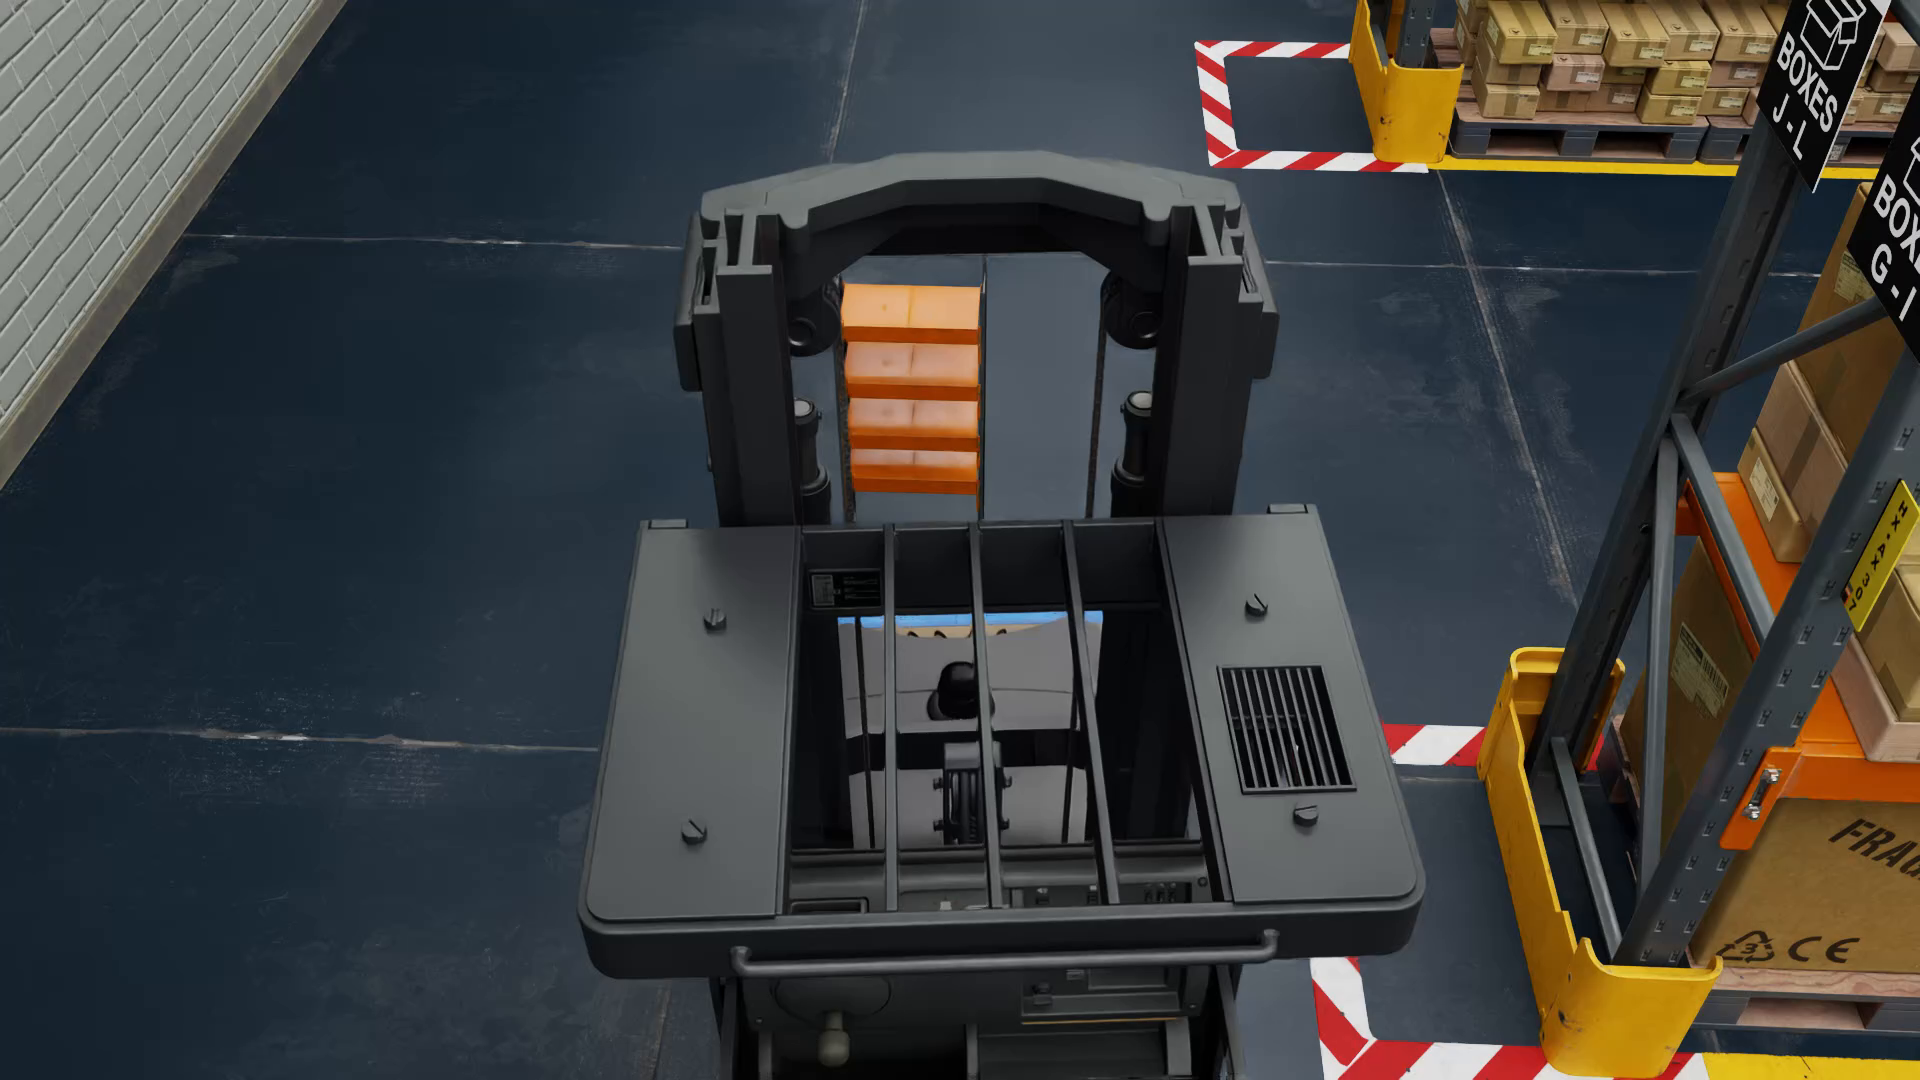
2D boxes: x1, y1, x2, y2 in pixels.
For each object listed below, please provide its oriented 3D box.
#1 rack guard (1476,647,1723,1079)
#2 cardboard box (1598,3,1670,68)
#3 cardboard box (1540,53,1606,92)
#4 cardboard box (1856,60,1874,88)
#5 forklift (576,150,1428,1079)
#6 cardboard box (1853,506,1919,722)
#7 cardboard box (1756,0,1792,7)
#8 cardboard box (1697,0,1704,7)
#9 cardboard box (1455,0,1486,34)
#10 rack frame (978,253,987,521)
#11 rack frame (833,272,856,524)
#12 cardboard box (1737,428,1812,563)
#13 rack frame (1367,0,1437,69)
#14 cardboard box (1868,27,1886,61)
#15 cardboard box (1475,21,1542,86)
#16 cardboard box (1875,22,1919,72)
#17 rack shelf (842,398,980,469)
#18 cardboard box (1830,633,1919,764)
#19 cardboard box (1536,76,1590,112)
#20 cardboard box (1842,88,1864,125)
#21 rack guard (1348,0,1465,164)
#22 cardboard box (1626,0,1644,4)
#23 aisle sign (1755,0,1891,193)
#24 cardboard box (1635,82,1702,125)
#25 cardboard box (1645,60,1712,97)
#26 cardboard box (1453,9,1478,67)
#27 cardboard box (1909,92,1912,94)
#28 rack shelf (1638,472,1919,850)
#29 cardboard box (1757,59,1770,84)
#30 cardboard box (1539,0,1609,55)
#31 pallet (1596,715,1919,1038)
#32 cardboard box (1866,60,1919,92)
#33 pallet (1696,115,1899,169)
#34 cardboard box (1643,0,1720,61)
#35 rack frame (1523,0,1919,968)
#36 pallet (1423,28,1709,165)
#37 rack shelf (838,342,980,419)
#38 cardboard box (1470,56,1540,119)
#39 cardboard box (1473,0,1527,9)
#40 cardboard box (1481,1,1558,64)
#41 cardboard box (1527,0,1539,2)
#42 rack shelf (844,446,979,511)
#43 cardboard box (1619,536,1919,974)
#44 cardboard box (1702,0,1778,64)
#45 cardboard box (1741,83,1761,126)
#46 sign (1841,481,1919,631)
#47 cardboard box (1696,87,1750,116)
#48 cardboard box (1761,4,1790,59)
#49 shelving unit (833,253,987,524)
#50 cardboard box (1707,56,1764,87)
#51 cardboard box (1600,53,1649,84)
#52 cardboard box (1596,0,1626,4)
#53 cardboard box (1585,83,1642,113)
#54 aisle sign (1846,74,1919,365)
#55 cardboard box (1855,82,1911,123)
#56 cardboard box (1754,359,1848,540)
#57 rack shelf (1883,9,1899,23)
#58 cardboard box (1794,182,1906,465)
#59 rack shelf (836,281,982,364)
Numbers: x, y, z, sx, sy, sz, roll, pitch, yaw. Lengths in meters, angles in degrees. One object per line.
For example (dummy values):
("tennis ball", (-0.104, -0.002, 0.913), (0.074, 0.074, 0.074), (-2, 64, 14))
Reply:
("rack guard", (1.842, 0.917, 4.898), (0.348, 0.500, 1.175), (2, 43, 2))
("cardboard box", (3.225, -2.430, 8.005), (0.250, 0.149, 0.380), (2, 43, 2))
("cardboard box", (2.973, -2.352, 8.140), (0.250, 0.149, 0.380), (2, 43, 2))
("cardboard box", (4.285, -2.385, 8.174), (0.250, 0.149, 0.380), (4, 43, 4))
("forklift", (0.042, 0.914, 3.119), (1.130, 2.935, 3.031), (-1, 43, -2))
("cardboard box", (2.333, 0.148, 3.782), (0.500, 0.250, 0.500), (1, 43, 1))
("cardboard box", (4.028, -2.782, 8.383), (0.250, 0.149, 0.380), (0, 43, 0))
("cardboard box", (3.770, -2.866, 8.472), (0.250, 0.149, 0.380), (3, 43, 3))
("cardboard box", (2.730, -2.768, 8.586), (0.250, 0.149, 0.380), (1, 43, 1))
("rack frame", (0.078, -0.437, 5.838), (0.015, 1.200, 0.240), (2, 43, 2))
("rack frame", (-0.409, -0.452, 5.855), (0.015, 1.200, 0.240), (2, 43, 2))
("cardboard box", (2.237, -0.118, 4.360), (0.250, 0.149, 0.380), (3, 43, 3))
("rack frame", (2.190, -3.371, 7.668), (0.127, 3.000, 1.000), (2, 43, 2))
("cardboard box", (4.269, -2.482, 8.061), (0.250, 0.149, 0.380), (2, 43, 2))
("cardboard box", (2.702, -2.399, 8.190), (0.250, 0.149, 0.380), (3, 43, 4))
("cardboard box", (4.513, -2.400, 7.972), (0.250, 0.149, 0.380), (0, 43, 0))
("rack shelf", (-0.165, -0.395, 5.892), (0.480, 0.148, 0.258), (2, 43, 2))
("cardboard box", (2.206, 0.331, 3.878), (0.250, 0.149, 0.380), (2, 43, 2))
("cardboard box", (2.964, -2.295, 8.296), (0.250, 0.149, 0.380), (2, 43, 2))
("cardboard box", (4.245, -2.209, 8.204), (0.250, 0.149, 0.380), (2, 43, 2))
("rack guard", (2.266, -2.454, 8.517), (0.348, 0.500, 1.175), (2, 43, 2))
("cardboard box", (3.499, -2.836, 8.441), (0.250, 0.149, 0.380), (0, 43, 0))
("aisle sign", (1.808, -1.154, 3.381), (0.004, 0.787, 0.394), (2, 43, 2))
("cardboard box", (3.463, -2.209, 8.205), (0.250, 0.149, 0.380), (2, 43, 2))
("cardboard box", (3.473, -2.323, 8.109), (0.250, 0.149, 0.380), (3, 43, 3))
("cardboard box", (2.726, -2.607, 8.631), (0.250, 0.149, 0.380), (2, 43, 3))
("cardboard box", (4.745, -2.170, 8.162), (0.250, 0.149, 0.380), (2, 43, 2))
("rack shelf", (3.864, 0.328, 4.225), (4.000, 0.370, 1.077), (2, 43, 2))
("cardboard box", (4.015, -2.400, 8.191), (0.250, 0.149, 0.380), (4, 43, 4))
("cardboard box", (2.979, -2.525, 8.107), (0.250, 0.149, 0.380), (2, 43, 3))
("pallet", (2.668, 0.995, 5.027), (1.213, 0.211, 1.003), (2, 43, 2))
("cardboard box", (4.550, -2.348, 8.135), (0.250, 0.149, 0.380), (0, 43, 0))
("pallet", (4.292, -2.260, 8.521), (1.213, 0.211, 1.003), (2, 43, 2))
("cardboard box", (3.477, -2.479, 8.057), (0.250, 0.149, 0.380), (0, 43, 0))
("rack frame", (1.866, 0.004, 4.046), (0.127, 3.000, 1.000), (2, 43, 2))
("pallet", (3.076, -2.299, 8.563), (1.213, 0.211, 1.003), (2, 43, 2))
("rack shelf", (-0.165, -0.559, 5.740), (0.480, 0.148, 0.258), (2, 43, 2))
("cardboard box", (2.699, -2.247, 8.245), (0.250, 0.149, 0.380), (3, 43, 3))
("cardboard box", (2.731, -2.855, 8.461), (0.250, 0.149, 0.380), (2, 43, 2))
("cardboard box", (2.698, -2.451, 8.028), (0.250, 0.149, 0.380), (0, 43, 0))
("cardboard box", (2.979, -2.808, 8.411), (0.250, 0.149, 0.380), (3, 43, 3))
("rack shelf", (-0.165, -0.250, 6.028), (0.480, 0.148, 0.258), (2, 43, 2))
("cardboard box", (2.509, 0.593, 4.664), (0.875, 0.875, 0.875), (2, 43, 2))
("cardboard box", (3.753, -2.464, 8.041), (0.250, 0.149, 0.380), (3, 43, 4))
("cardboard box", (3.967, -2.200, 8.194), (0.250, 0.149, 0.380), (0, 43, 0))
("sign", (1.835, 0.036, 3.318), (0.005, 0.325, 0.100), (2, 43, 2))
("cardboard box", (3.722, -2.267, 8.266), (0.250, 0.149, 0.380), (2, 43, 2))
("cardboard box", (4.014, -2.425, 7.999), (0.250, 0.149, 0.380), (2, 43, 3))
("shelving unit", (-0.165, -0.444, 5.846), (0.503, 1.200, 0.258), (2, 43, 2))
("cardboard box", (3.742, -2.380, 8.169), (0.250, 0.149, 0.380), (0, 43, 0))
("cardboard box", (3.222, -2.405, 8.196), (0.250, 0.149, 0.380), (2, 43, 2))
("cardboard box", (3.243, -2.887, 8.495), (0.250, 0.149, 0.380), (1, 43, 1))
("cardboard box", (3.213, -2.292, 8.293), (0.250, 0.149, 0.380), (2, 43, 2))
("aisle sign", (1.781, -0.746, 2.942), (0.004, 0.787, 0.394), (2, 43, 2))
("cardboard box", (4.488, -2.224, 8.220), (0.250, 0.149, 0.380), (3, 43, 3))
("cardboard box", (2.362, -0.216, 4.173), (0.500, 0.250, 0.500), (1, 43, 1))
("rack shelf", (3.864, -0.769, 3.202), (4.000, 0.370, 1.077), (2, 43, 2))
("cardboard box", (2.365, -0.489, 3.916), (0.500, 0.500, 0.500), (2, 43, 2))
("rack shelf", (-0.165, -0.732, 5.579), (0.480, 0.148, 0.258), (2, 43, 2))
